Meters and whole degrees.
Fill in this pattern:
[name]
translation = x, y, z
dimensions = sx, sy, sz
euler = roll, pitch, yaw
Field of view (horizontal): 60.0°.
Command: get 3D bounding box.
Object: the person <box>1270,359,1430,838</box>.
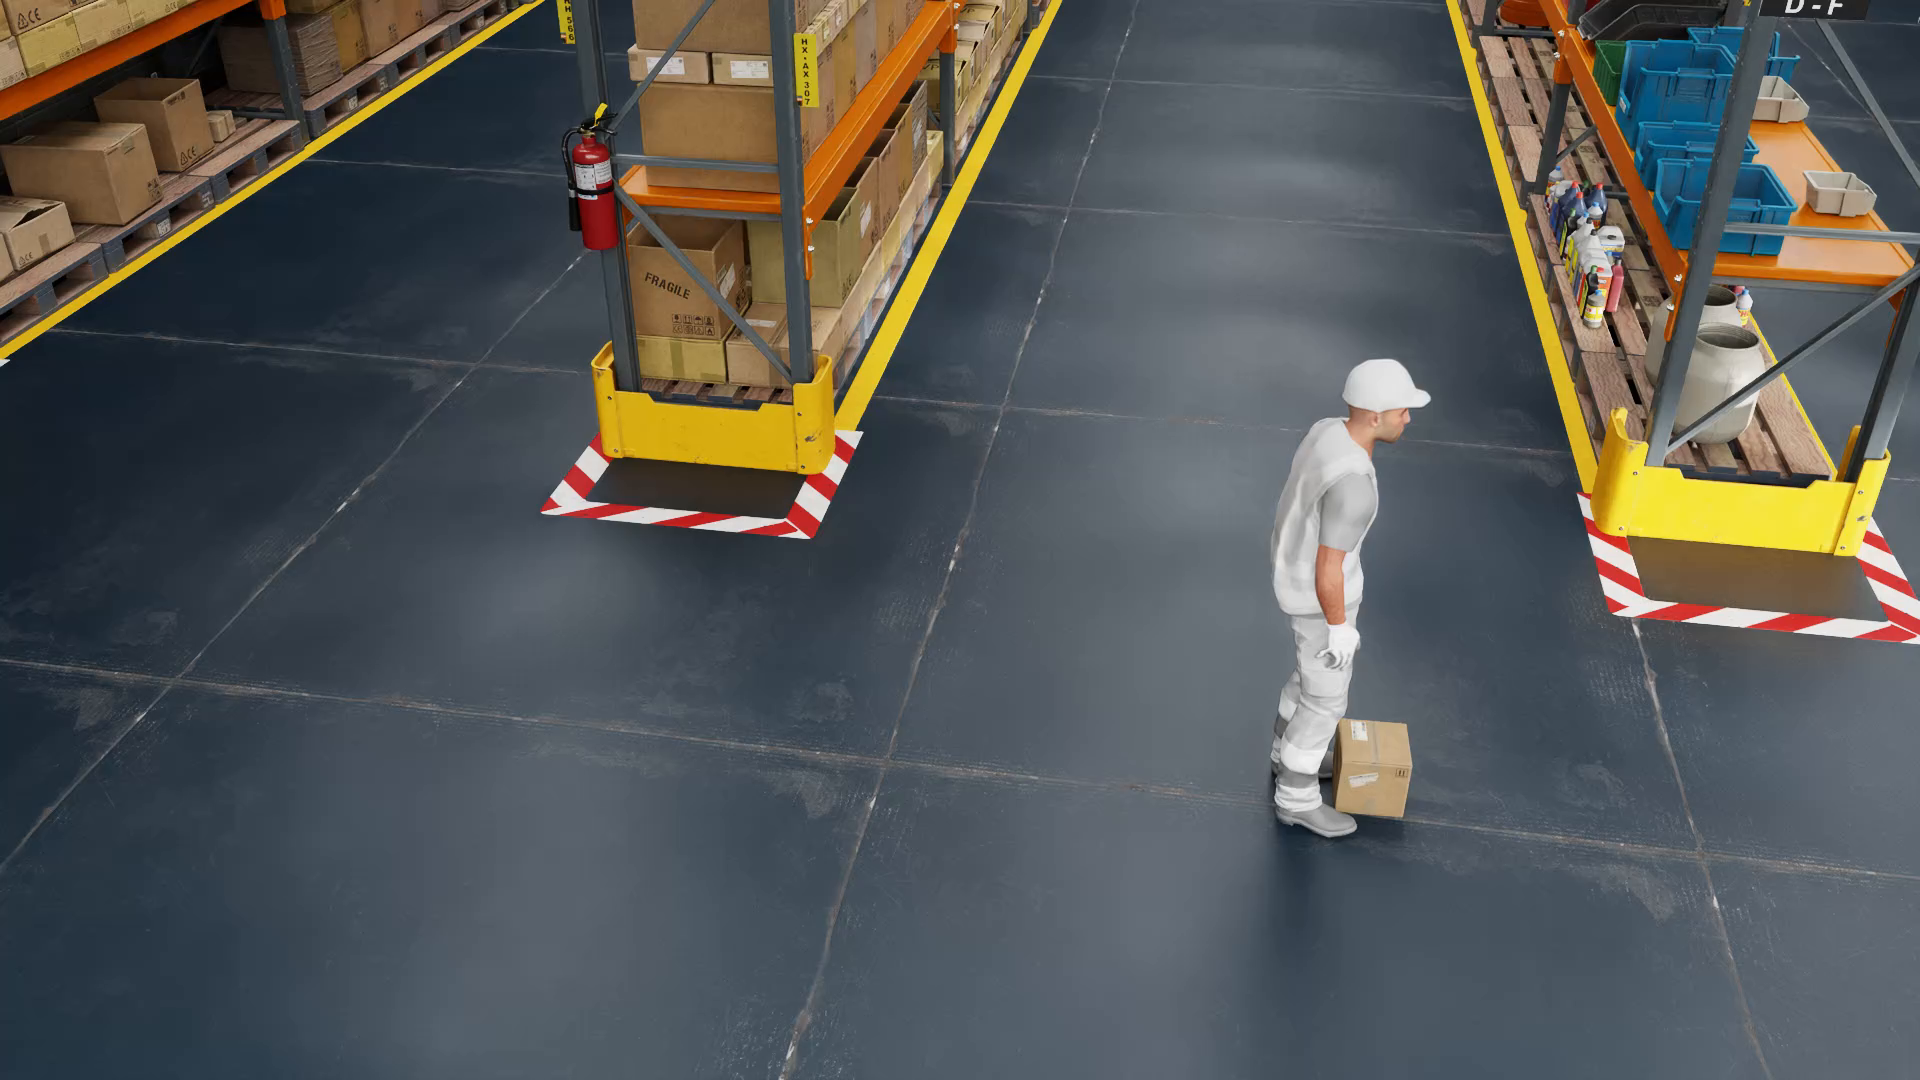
[person]
translation = 1.306, 0.187, 5.827
dimensions = 0.453, 1.777, 0.609
euler = 4, 32, 6
